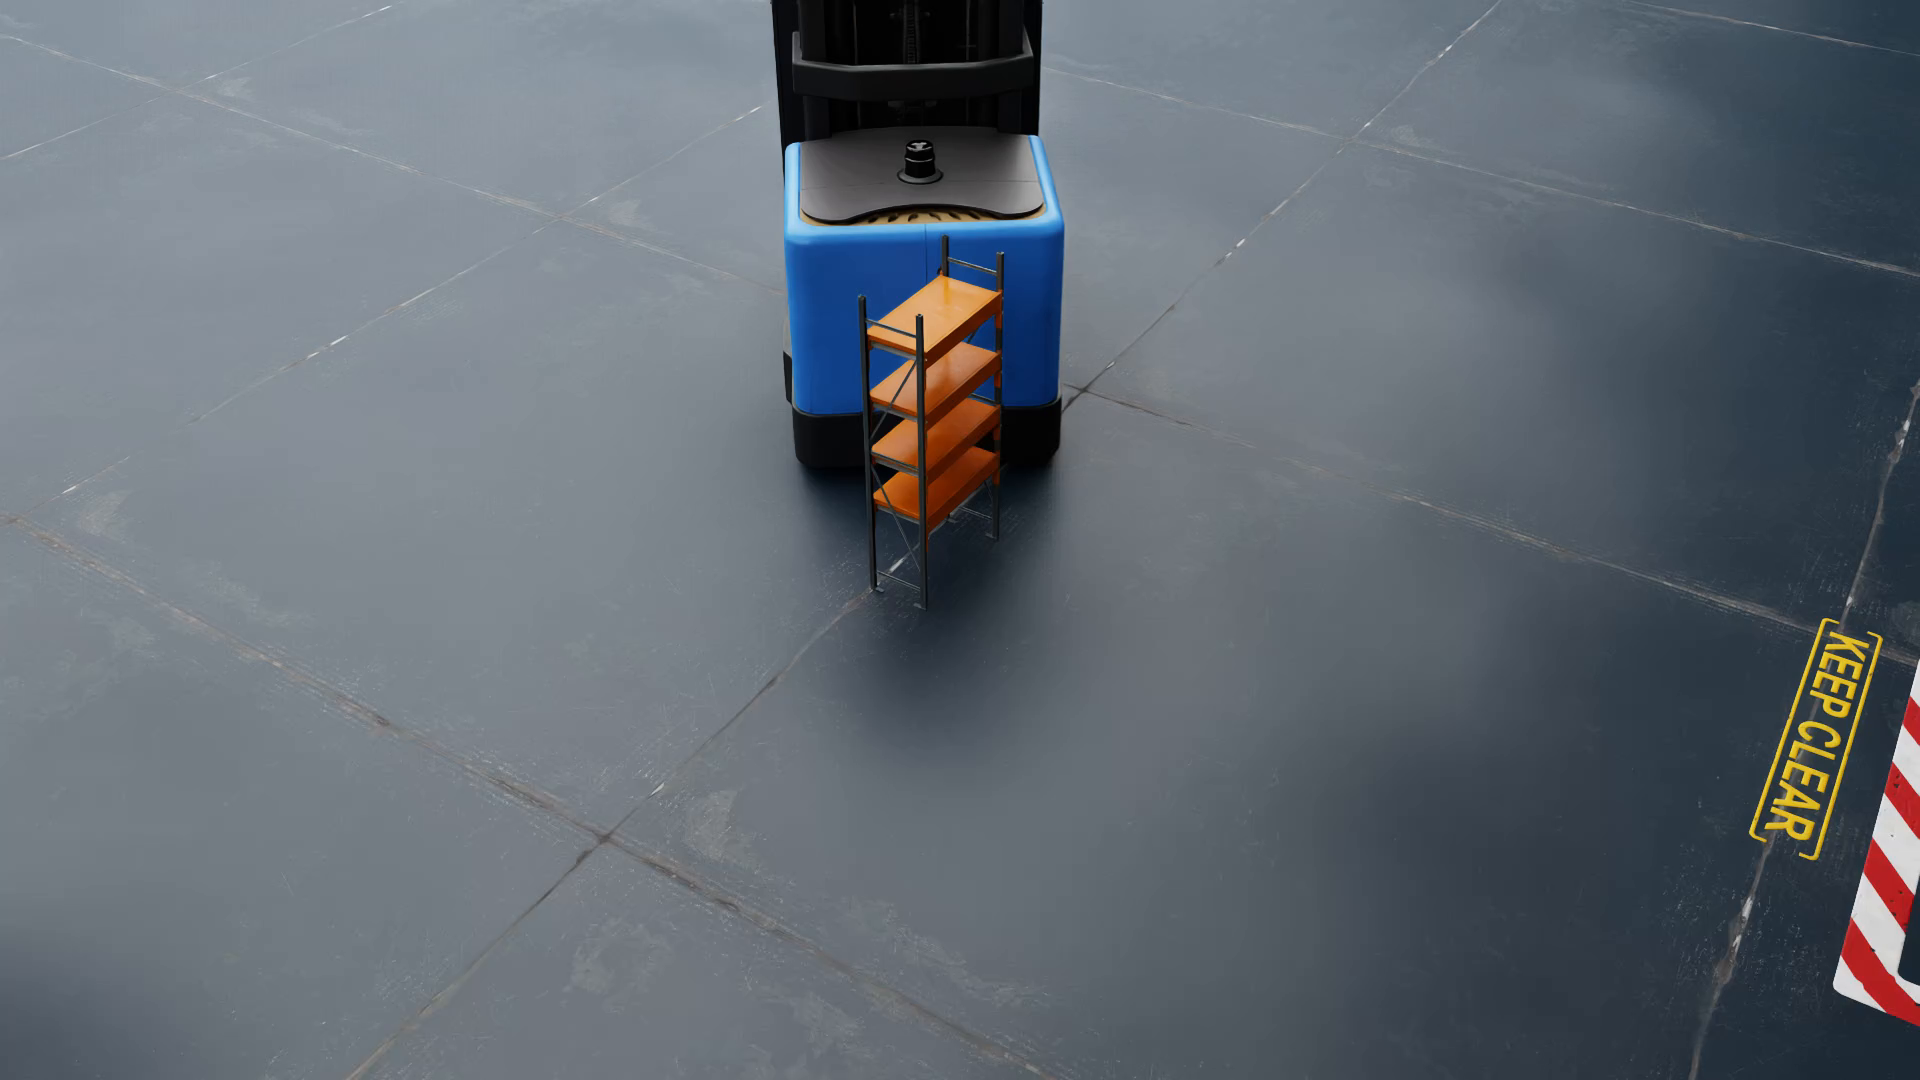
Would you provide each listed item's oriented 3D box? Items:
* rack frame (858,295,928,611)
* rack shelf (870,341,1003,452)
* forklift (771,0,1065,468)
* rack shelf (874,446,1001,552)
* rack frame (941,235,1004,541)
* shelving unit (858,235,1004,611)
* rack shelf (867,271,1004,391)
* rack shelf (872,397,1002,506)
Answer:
[{"bbox_3d":[-0.219,-0.264,5.610,0.240,1.200,0.015,21,42,25],"label":"rack frame"},{"bbox_3d":[-0.089,-0.514,5.677,0.258,0.148,0.480,21,42,25],"label":"rack shelf"},{"bbox_3d":[-0.231,-2.326,6.867,1.130,2.935,3.031,-3,38,-3],"label":"forklift"},{"bbox_3d":[-0.089,-0.179,5.935,0.258,0.148,0.480,21,42,25],"label":"rack shelf"},{"bbox_3d":[0.042,-0.516,5.936,0.240,1.200,0.015,21,42,25],"label":"rack frame"},{"bbox_3d":[-0.089,-0.390,5.773,0.258,1.200,0.503,21,42,25],"label":"shelving unit"},{"bbox_3d":[-0.089,-0.701,5.533,0.258,0.148,0.480,21,42,25],"label":"rack shelf"},{"bbox_3d":[-0.089,-0.337,5.814,0.258,0.148,0.480,21,42,25],"label":"rack shelf"}]
